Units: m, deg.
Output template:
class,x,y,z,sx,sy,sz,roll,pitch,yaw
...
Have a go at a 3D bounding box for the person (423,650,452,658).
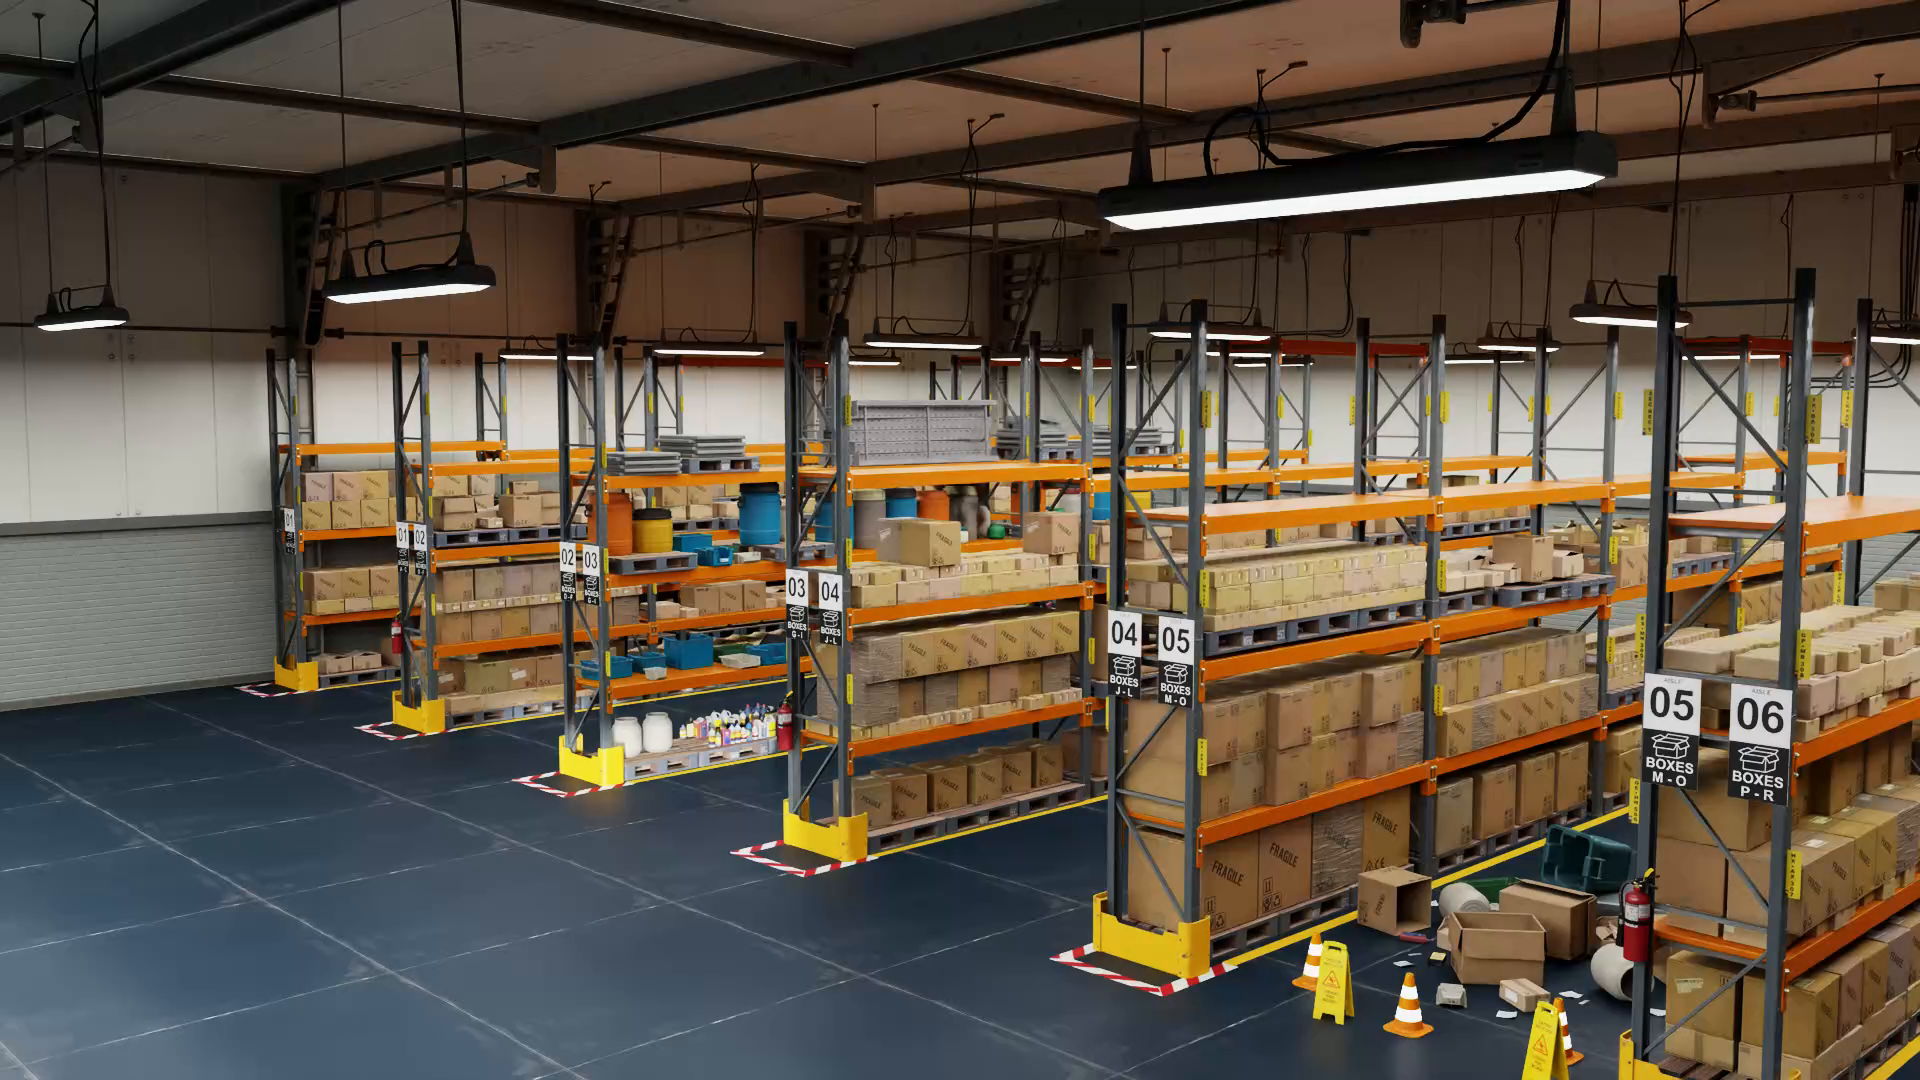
class,x,y,z,sx,sy,sz,roll,pitch,yaw
person,-8.902,1.938,28.405,0.575,1.625,0.782,-1,5,-10
